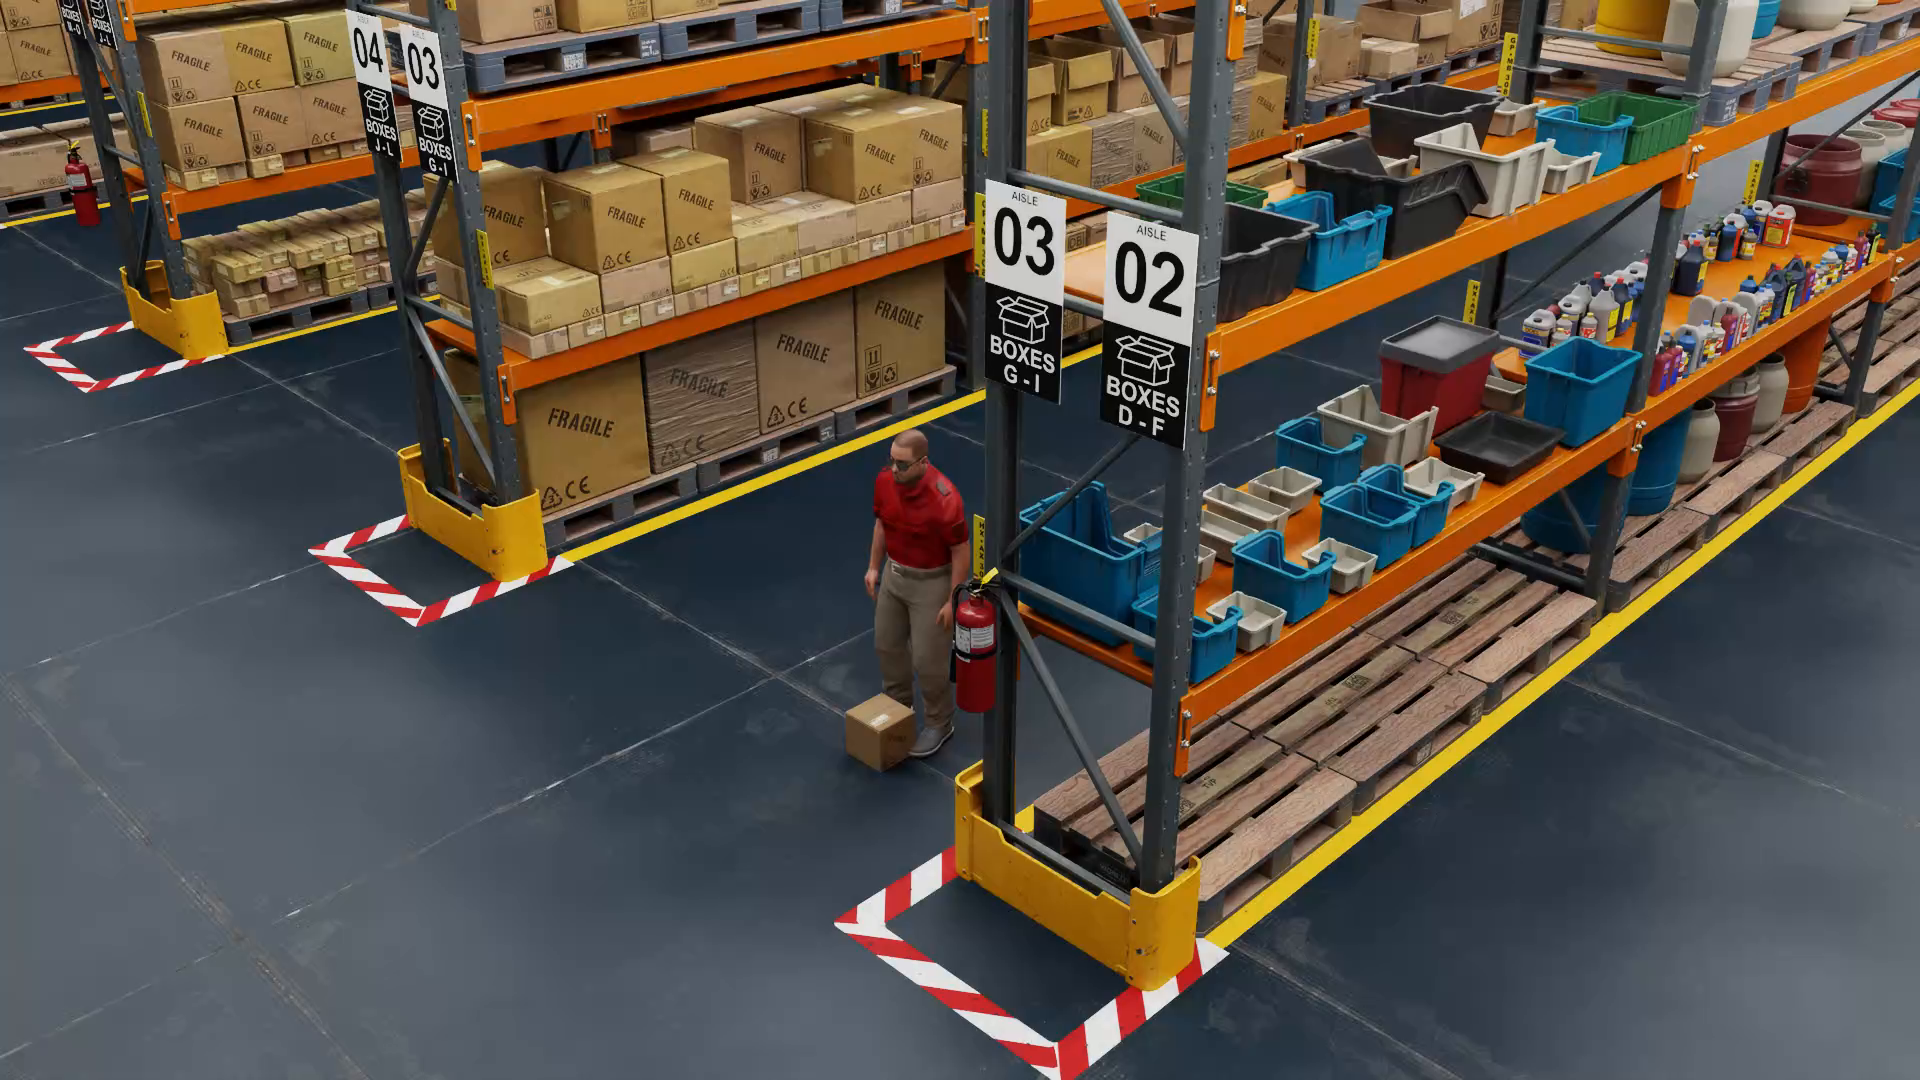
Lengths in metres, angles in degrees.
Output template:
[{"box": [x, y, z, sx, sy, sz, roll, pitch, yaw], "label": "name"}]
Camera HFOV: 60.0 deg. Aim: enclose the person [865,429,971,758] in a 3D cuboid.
[{"box": [-0.220, 0.230, 8.194, 0.606, 1.727, 0.388, 22, 35, 36], "label": "person"}]
